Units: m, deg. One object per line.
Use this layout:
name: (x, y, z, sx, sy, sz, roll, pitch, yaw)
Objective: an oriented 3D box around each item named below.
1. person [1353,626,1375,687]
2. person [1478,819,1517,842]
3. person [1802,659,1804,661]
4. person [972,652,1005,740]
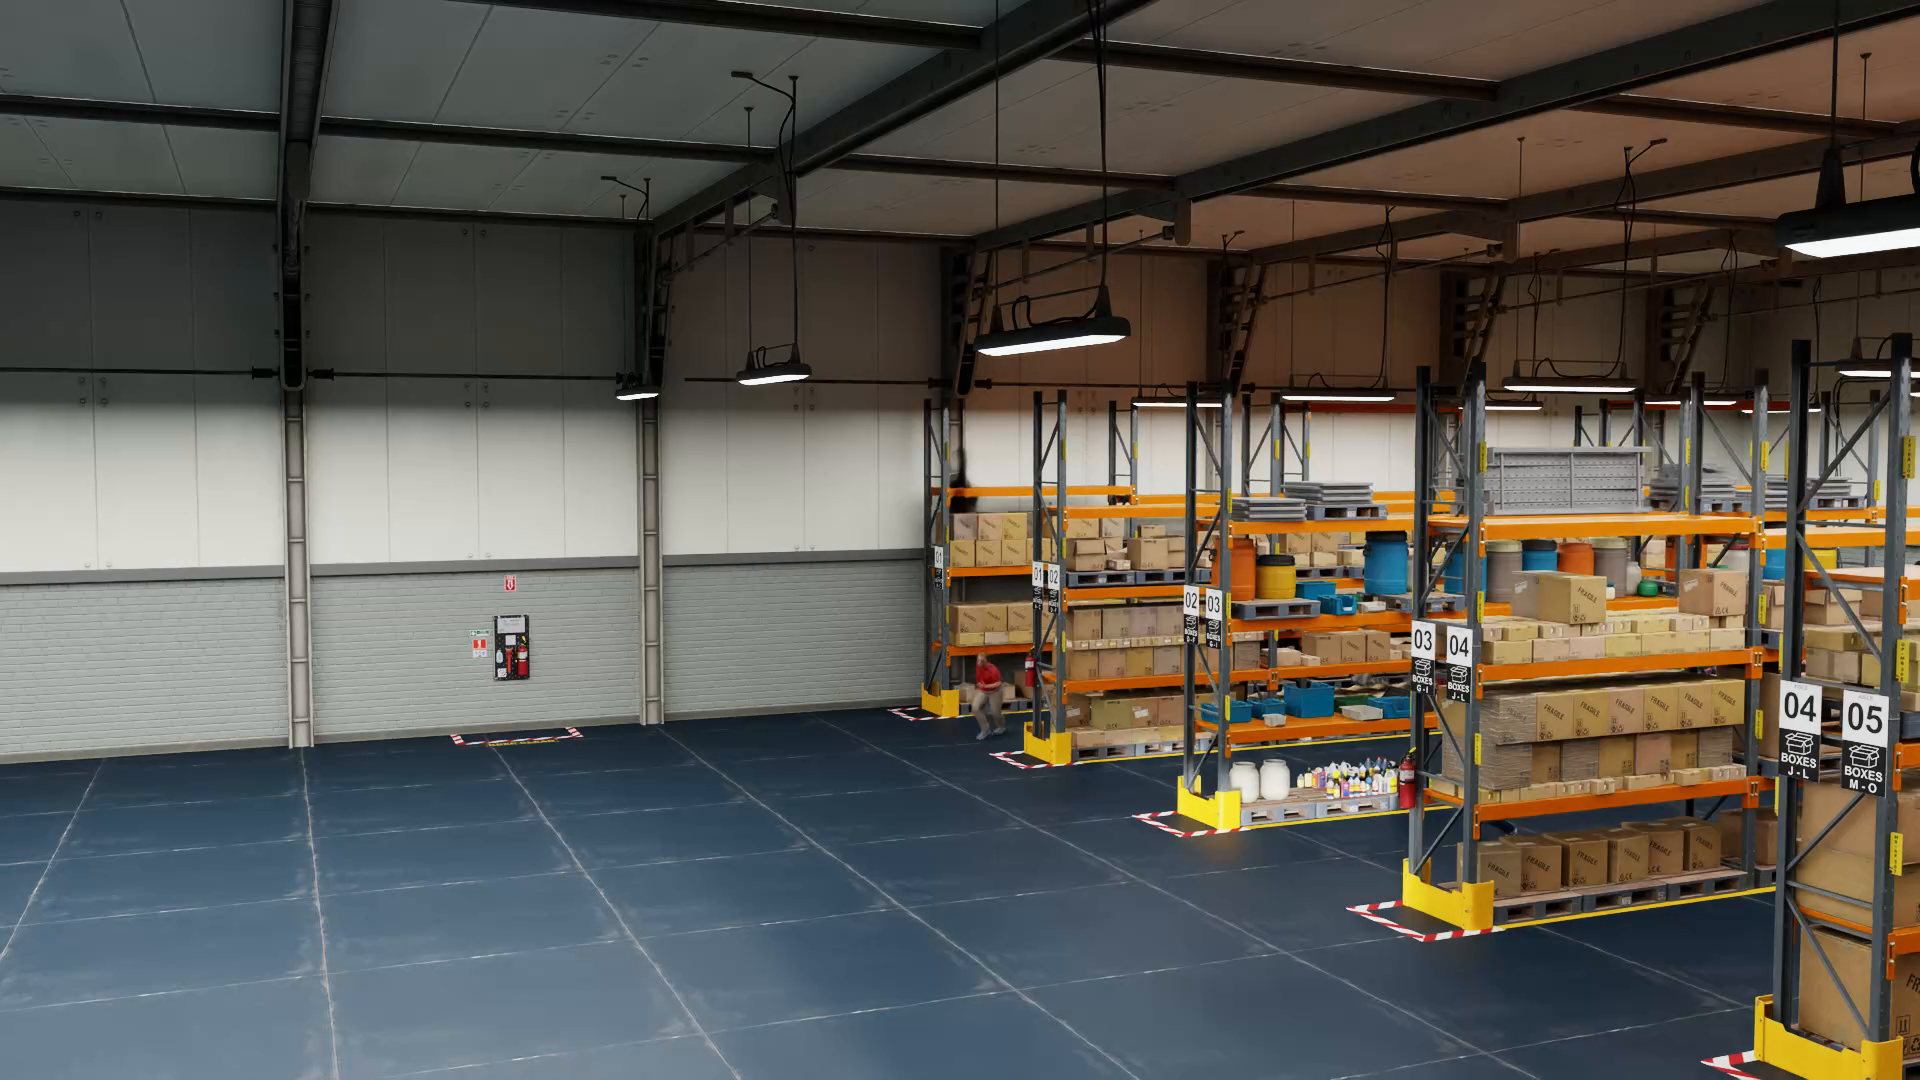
person: (7.923, 2.470, 32.626, 0.683, 1.579, 0.552, -3, 4, -40)
person: (6.630, 3.151, 20.747, 0.733, 1.606, 0.533, -1, 4, -17)
person: (17.314, 2.326, 34.055, 0.856, 1.664, 0.717, 3, 4, 37)
person: (0.521, 2.682, 28.888, 0.677, 1.543, 1.126, 2, 4, 32)
